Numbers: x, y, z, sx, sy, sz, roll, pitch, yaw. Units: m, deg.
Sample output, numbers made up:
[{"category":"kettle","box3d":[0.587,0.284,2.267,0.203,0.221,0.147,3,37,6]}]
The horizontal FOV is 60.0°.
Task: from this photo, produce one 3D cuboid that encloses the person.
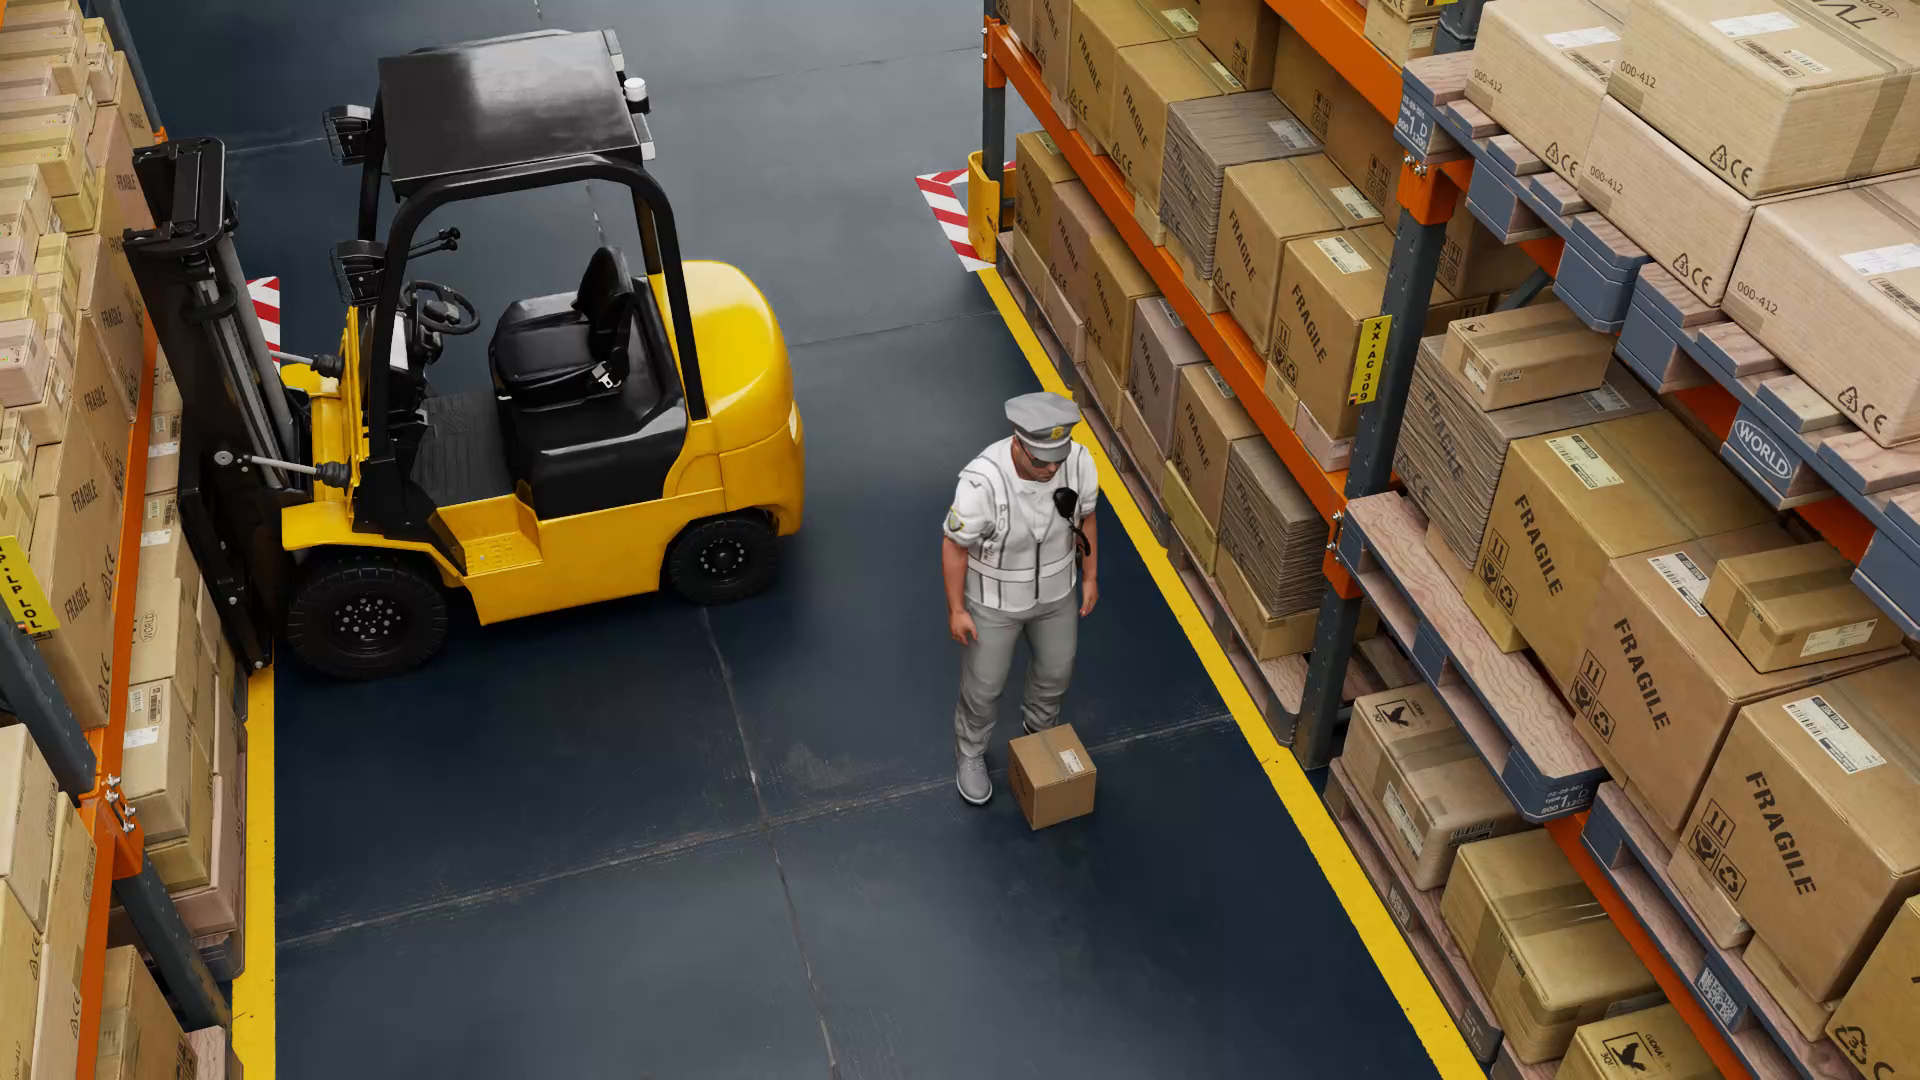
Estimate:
[{"category":"person","box3d":[0.217,0.173,5.961,0.587,1.748,0.442,-14,44,-15]}]
